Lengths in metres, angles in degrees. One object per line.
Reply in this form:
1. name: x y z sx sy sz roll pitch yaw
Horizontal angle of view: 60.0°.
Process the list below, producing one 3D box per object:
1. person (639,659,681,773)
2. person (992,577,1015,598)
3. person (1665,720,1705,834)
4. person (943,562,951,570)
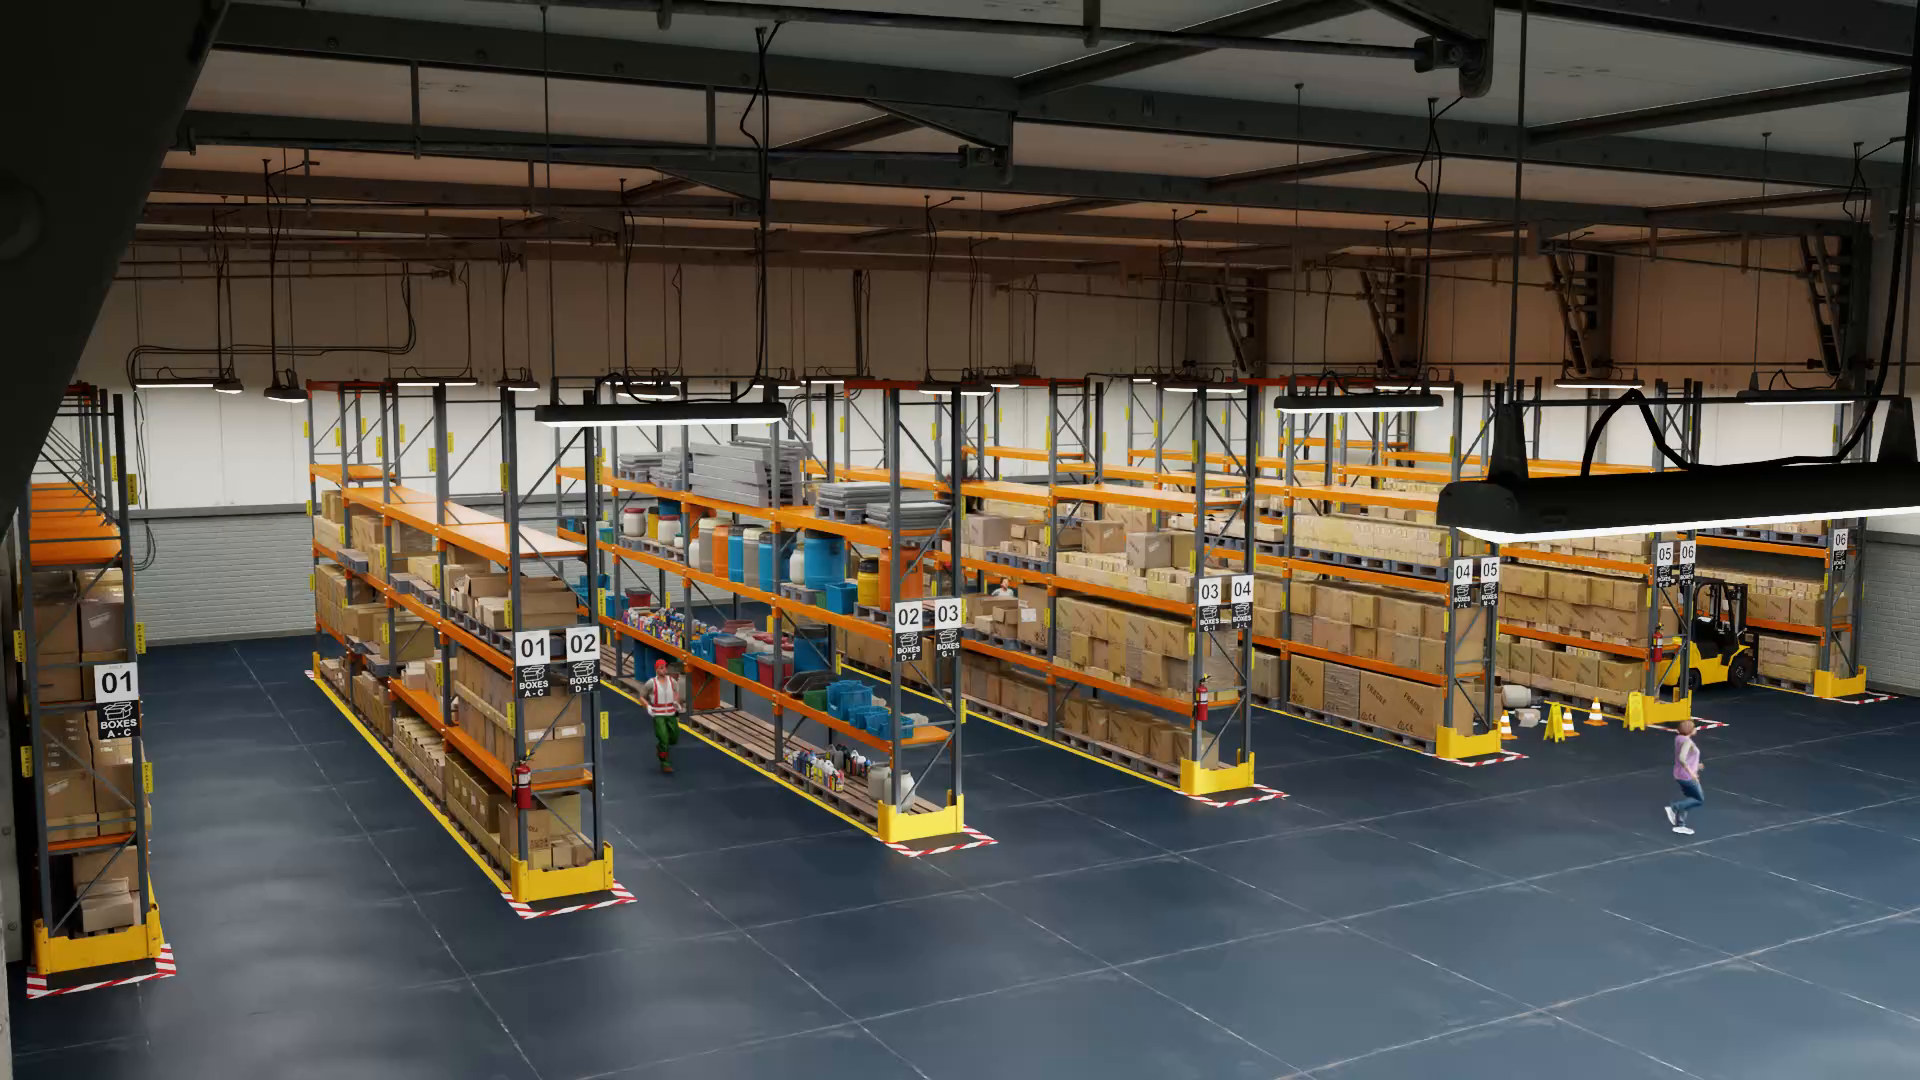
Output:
1. person: -4.646 2.717 25.875 0.659 1.743 0.709 -4 7 -34
2. person: 0.988 1.629 36.540 0.573 1.638 0.569 -3 7 -30
3. person: 9.767 3.189 22.383 0.543 1.557 0.540 1 6 6
4. person: -0.427 1.091 41.565 0.677 1.741 0.728 -5 8 -41
